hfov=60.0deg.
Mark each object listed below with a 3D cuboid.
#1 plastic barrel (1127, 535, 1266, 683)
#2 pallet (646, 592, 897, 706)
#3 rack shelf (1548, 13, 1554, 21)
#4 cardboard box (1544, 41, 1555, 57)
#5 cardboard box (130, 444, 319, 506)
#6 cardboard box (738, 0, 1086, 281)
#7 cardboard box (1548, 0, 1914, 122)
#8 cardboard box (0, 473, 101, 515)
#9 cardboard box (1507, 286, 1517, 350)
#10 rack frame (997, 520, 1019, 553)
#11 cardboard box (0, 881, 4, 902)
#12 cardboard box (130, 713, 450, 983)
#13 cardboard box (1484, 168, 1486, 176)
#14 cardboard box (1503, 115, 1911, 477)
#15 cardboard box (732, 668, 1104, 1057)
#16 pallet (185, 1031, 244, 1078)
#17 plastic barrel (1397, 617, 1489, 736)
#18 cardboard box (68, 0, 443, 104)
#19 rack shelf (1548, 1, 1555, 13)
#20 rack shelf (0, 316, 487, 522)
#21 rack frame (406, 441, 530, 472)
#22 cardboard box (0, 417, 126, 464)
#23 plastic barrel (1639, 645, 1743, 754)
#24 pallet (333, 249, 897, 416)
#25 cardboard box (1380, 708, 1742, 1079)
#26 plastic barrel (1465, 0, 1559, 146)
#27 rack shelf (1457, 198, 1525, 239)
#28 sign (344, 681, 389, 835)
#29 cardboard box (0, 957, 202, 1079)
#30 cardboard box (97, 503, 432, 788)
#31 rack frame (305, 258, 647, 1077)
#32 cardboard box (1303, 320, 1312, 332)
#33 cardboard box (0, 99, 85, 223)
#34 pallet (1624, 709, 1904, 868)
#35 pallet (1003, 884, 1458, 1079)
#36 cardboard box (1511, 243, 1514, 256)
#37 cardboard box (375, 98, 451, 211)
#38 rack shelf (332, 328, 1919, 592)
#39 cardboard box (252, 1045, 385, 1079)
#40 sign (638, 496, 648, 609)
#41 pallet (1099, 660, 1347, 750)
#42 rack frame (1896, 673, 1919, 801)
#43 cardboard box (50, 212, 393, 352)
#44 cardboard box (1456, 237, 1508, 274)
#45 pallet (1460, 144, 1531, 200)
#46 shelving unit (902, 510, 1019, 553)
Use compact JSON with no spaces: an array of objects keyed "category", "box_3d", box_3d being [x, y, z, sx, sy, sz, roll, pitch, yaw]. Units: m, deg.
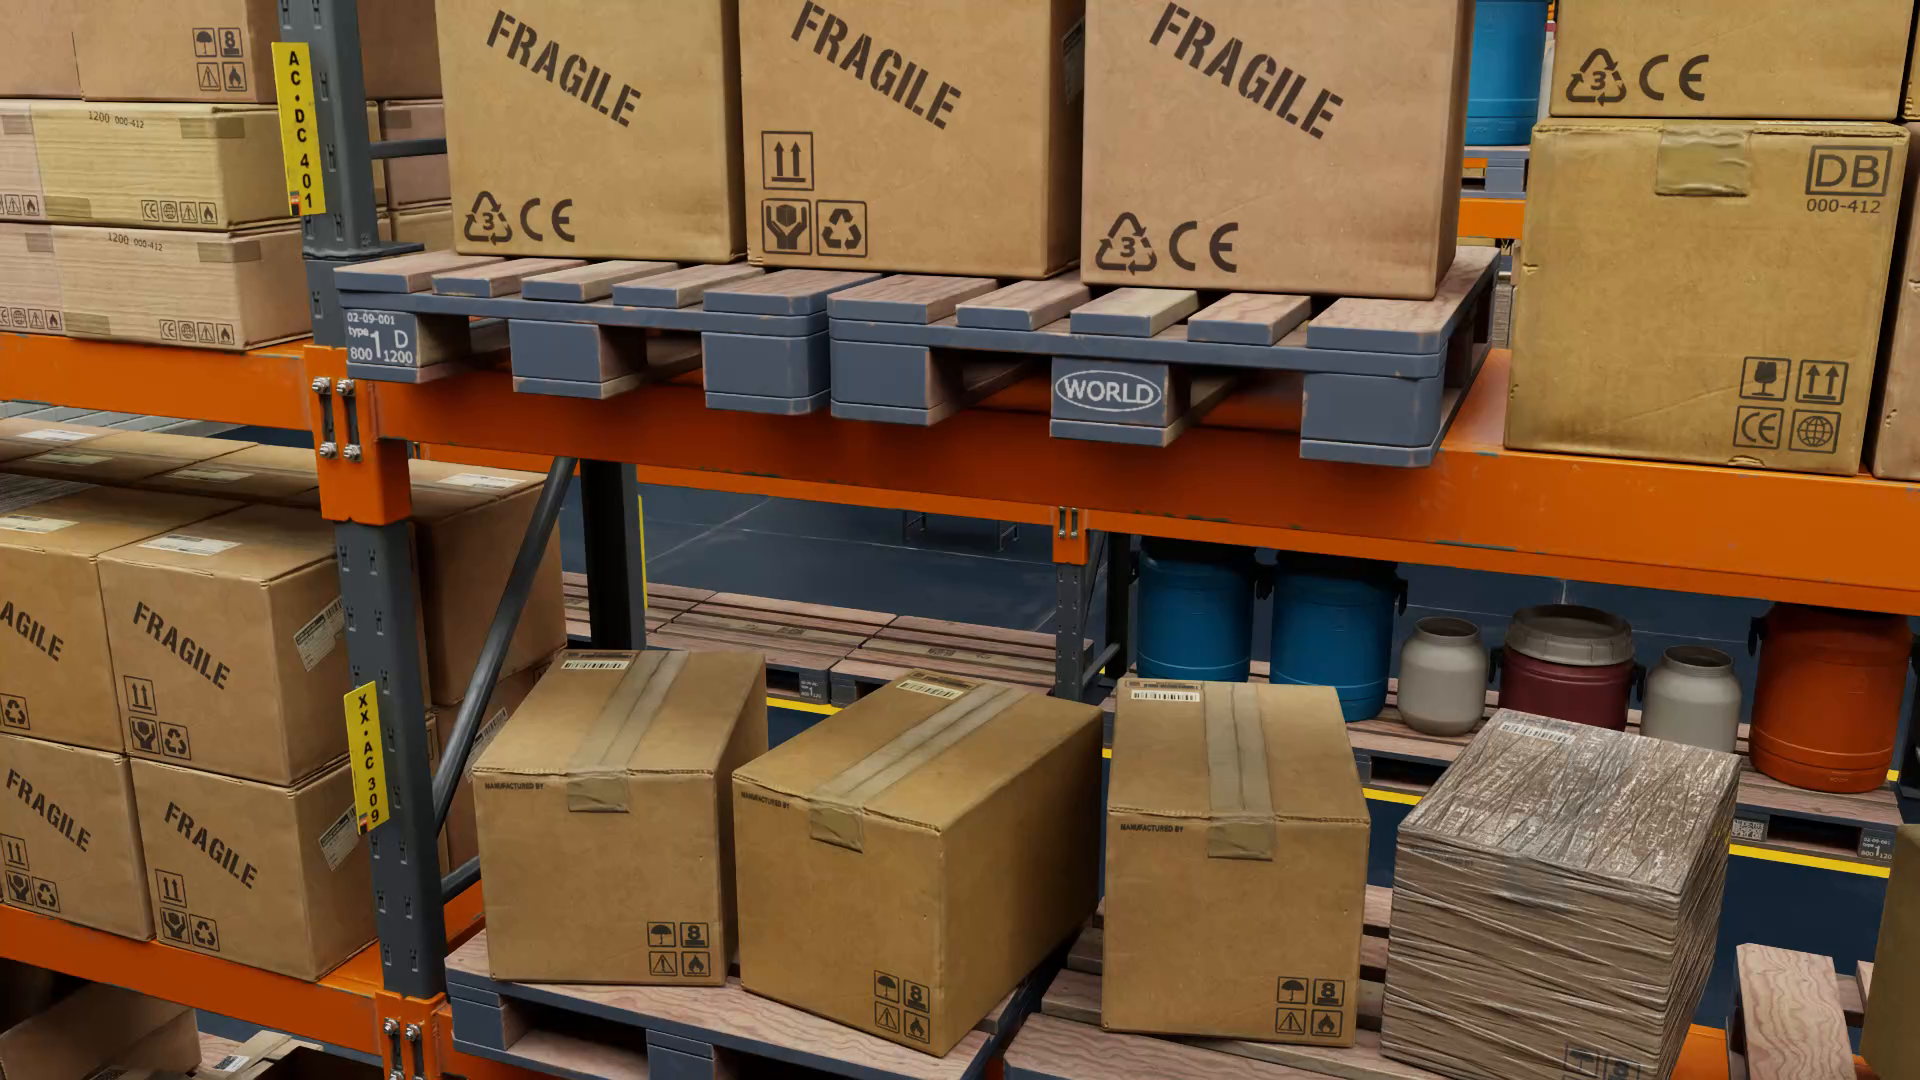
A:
[{"category":"plastic barrel","box_3d":[1.228,0.329,8.670,0.708,0.901,0.600,6,17,21]},{"category":"pallet","box_3d":[-1.109,0.613,9.684,1.213,0.211,1.003,6,17,21]},{"category":"rack shelf","box_3d":[9.860,-7.818,24.971,4.000,0.370,1.077,6,17,21]},{"category":"cardboard box","box_3d":[4.358,-3.307,11.868,0.637,0.503,0.797,6,17,20]},{"category":"cardboard box","box_3d":[-1.908,0.045,4.664,0.500,0.500,0.500,6,17,19]},{"category":"cardboard box","box_3d":[-0.022,-0.858,3.256,0.600,0.600,0.600,6,17,20]},{"category":"cardboard box","box_3d":[1.275,-0.963,2.757,0.500,0.500,0.500,6,17,21]},{"category":"cardboard box","box_3d":[-2.605,0.131,4.368,0.500,0.500,0.500,6,17,21]},{"category":"cardboard box","box_3d":[4.297,-1.604,12.138,0.500,0.500,0.500,7,17,22]},{"category":"rack frame","box_3d":[0.347,-0.682,11.833,0.023,1.500,0.400,6,17,21]},{"category":"cardboard box","box_3d":[-2.611,0.610,4.511,0.500,0.500,0.500,7,17,22]},{"category":"cardboard box","box_3d":[-1.652,0.715,4.152,0.500,0.500,0.500,7,17,22]},{"category":"cardboard box","box_3d":[6.968,-4.755,21.201,0.500,0.500,0.500,6,17,20]},{"category":"cardboard box","box_3d":[1.251,-0.473,2.864,0.500,0.500,0.910,6,17,21]},{"category":"cardboard box","box_3d":[-0.072,0.658,3.594,0.500,0.500,0.700,9,19,29]},{"category":"pallet","box_3d":[-2.871,1.892,5.279,1.213,0.211,1.003,6,17,21]},{"category":"plastic barrel","box_3d":[2.379,0.670,8.196,0.421,0.512,0.421,0,16,0]},{"category":"cardboard box","box_3d":[-1.560,-1.261,3.785,0.500,0.500,0.700,6,17,21]},{"category":"rack shelf","box_3d":[8.042,-6.531,20.536,4.000,0.370,1.077,6,17,21]},{"category":"rack shelf","box_3d":[-2.954,-0.552,4.606,4.000,0.370,1.077,6,17,21]},{"category":"rack frame","box_3d":[-2.993,-0.946,10.052,0.127,3.000,1.000,6,17,21]},{"category":"cardboard box","box_3d":[-2.867,-0.060,5.027,0.500,0.500,0.500,7,18,22]},{"category":"plastic barrel","box_3d":[3.429,0.785,7.798,0.421,0.512,0.421,0,16,0]},{"category":"pallet","box_3d":[-0.512,-0.518,3.534,1.003,0.211,1.213,6,17,21]},{"category":"cardboard box","box_3d":[1.220,0.729,3.351,0.500,0.500,0.700,10,19,31]},{"category":"plastic barrel","box_3d":[2.372,-2.285,7.631,0.708,0.901,0.600,6,17,21]},{"category":"rack shelf","box_3d":[2.588,-1.427,7.620,4.000,0.370,1.077,6,17,21]},{"category":"sign","box_3d":[-1.285,0.473,3.611,0.005,0.325,0.100,6,17,21]},{"category":"cardboard box","box_3d":[-2.843,1.544,5.163,0.637,0.503,0.797,6,17,21]},{"category":"cardboard box","box_3d":[-1.659,0.235,4.012,0.500,0.500,0.500,6,17,21]},{"category":"rack frame","box_3d":[-1.093,0.747,4.219,0.127,3.000,1.000,6,17,21]},{"category":"cardboard box","box_3d":[2.881,-1.758,12.668,0.500,0.500,0.500,6,17,21]},{"category":"cardboard box","box_3d":[-2.109,-0.893,3.860,0.500,0.250,0.500,6,17,21]},{"category":"pallet","box_3d":[3.700,1.142,7.863,1.213,0.211,1.003,6,17,21]},{"category":"pallet","box_3d":[0.817,1.051,3.517,1.213,0.211,1.003,6,17,21]},{"category":"cardboard box","box_3d":[5.618,-2.914,16.527,0.250,0.149,0.380,5,17,18]},{"category":"cardboard box","box_3d":[-1.454,-0.975,4.145,0.500,0.250,0.500,6,17,21]},{"category":"rack shelf","box_3d":[0.767,-0.143,3.196,4.000,0.370,1.077,6,17,21]},{"category":"cardboard box","box_3d":[-1.727,1.752,4.453,0.500,0.500,0.500,6,17,21]},{"category":"sign","box_3d":[-0.893,0.047,4.554,0.005,0.325,0.100,6,17,21]},{"category":"pallet","box_3d":[1.430,0.892,8.722,1.213,0.211,1.003,6,17,21]},{"category":"rack frame","box_3d":[4.449,-0.128,7.233,0.127,3.000,1.000,6,17,21]},{"category":"cardboard box","box_3d":[-1.643,-0.602,3.755,0.500,0.250,0.500,6,17,21]},{"category":"cardboard box","box_3d":[3.776,-2.215,12.444,0.637,0.503,0.797,6,17,21]},{"category":"pallet","box_3d":[2.549,-1.717,7.665,1.213,0.211,1.003,6,17,21]},{"category":"shelving unit","box_3d":[0.006,-0.720,11.962,0.755,1.500,0.431,6,17,21]}]
